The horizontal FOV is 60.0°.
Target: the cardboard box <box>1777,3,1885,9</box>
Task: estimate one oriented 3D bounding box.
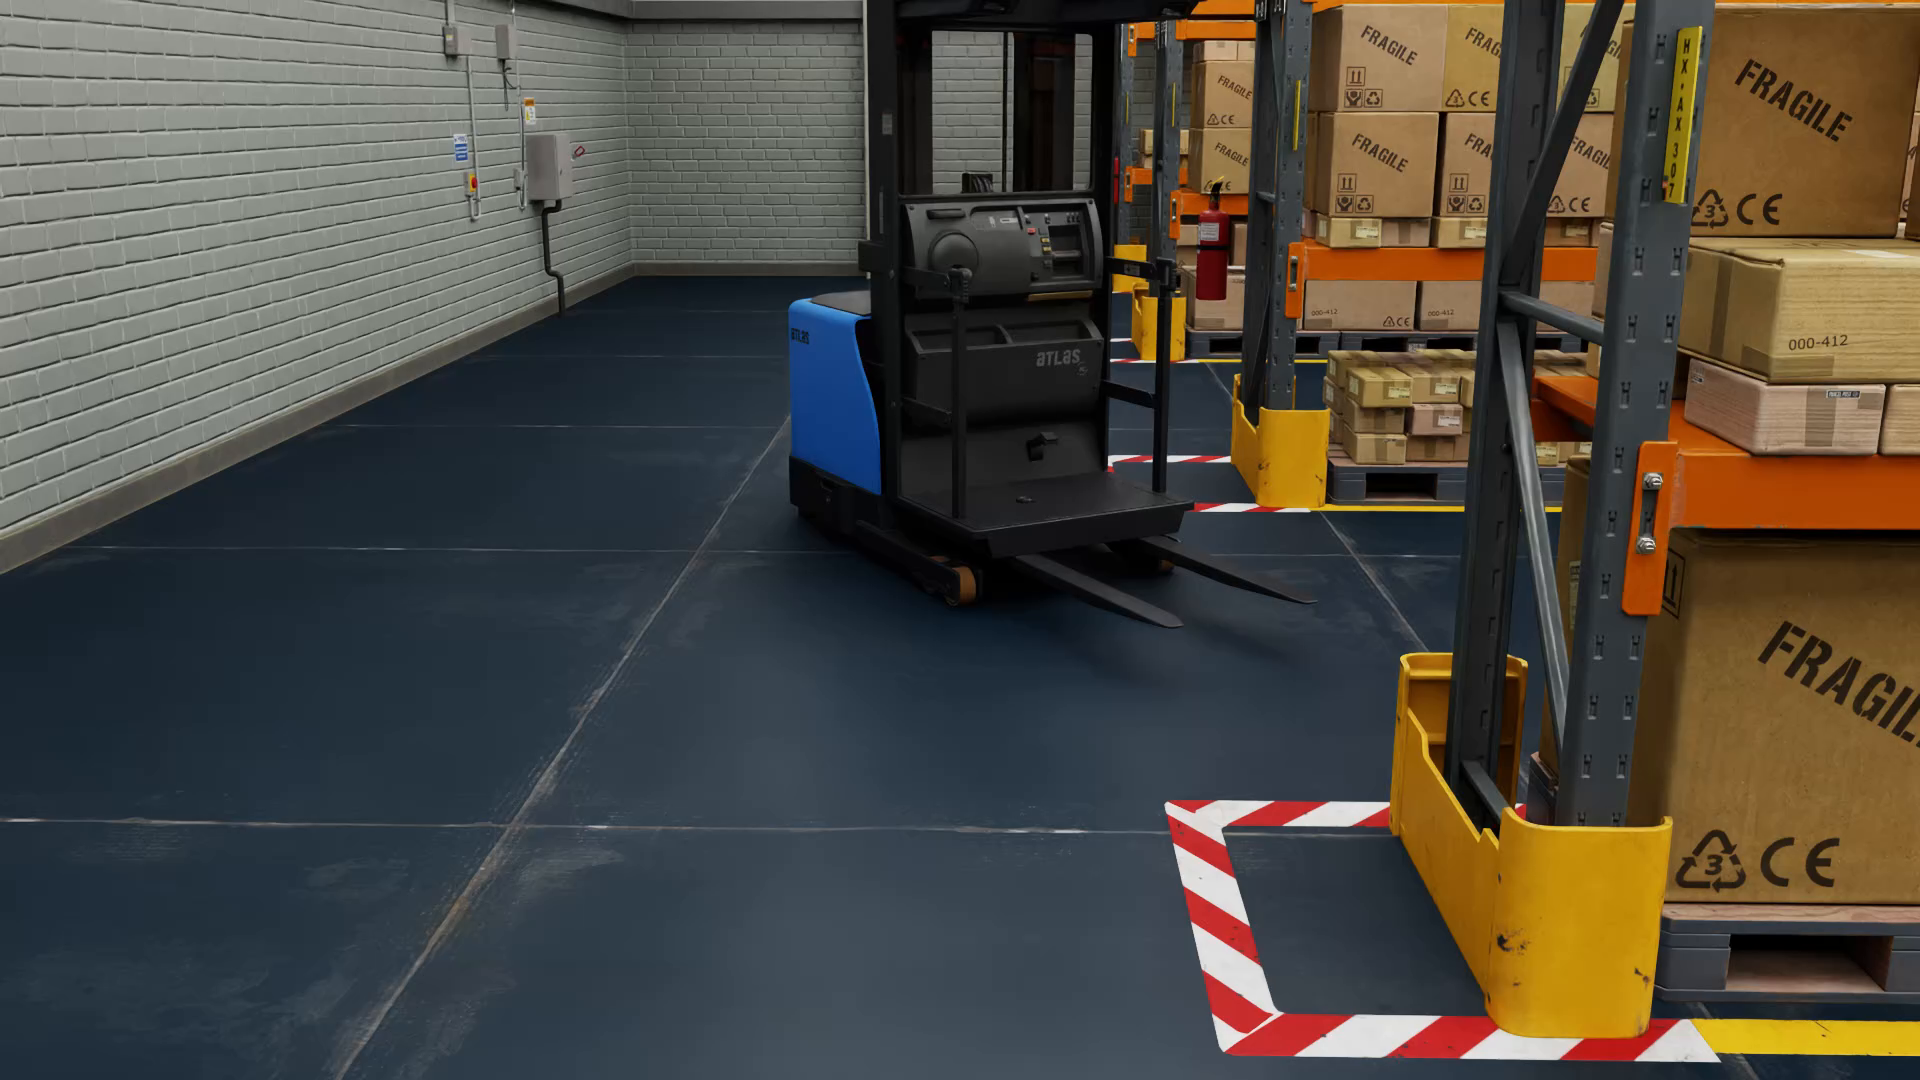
[{"bbox_3d":[4.127,-2.356,8.152,0.500,0.500,0.500,1,15,3],"label":"cardboard box"}]

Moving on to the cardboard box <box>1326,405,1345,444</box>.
[{"bbox_3d":[2.165,-0.638,9.143,0.250,0.149,0.380,1,15,2],"label":"cardboard box"}]

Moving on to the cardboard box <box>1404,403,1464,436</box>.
[{"bbox_3d":[2.423,-0.647,8.594,0.250,0.149,0.380,0,15,1],"label":"cardboard box"}]

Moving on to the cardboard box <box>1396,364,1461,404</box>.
[{"bbox_3d":[2.427,-0.815,8.647,0.250,0.149,0.380,1,15,2],"label":"cardboard box"}]

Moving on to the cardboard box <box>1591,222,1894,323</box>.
[{"bbox_3d":[1.897,-0.635,4.078,0.500,0.250,0.500,0,15,1],"label":"cardboard box"}]

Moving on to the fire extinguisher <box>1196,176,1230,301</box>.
[{"bbox_3d":[1.394,-1.665,9.154,0.183,0.674,0.296,0,15,1],"label":"fire extinguisher"}]

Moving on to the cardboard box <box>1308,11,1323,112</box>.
[{"bbox_3d":[2.097,-2.500,8.695,0.500,0.500,0.500,0,15,0],"label":"cardboard box"}]

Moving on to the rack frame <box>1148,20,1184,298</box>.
[{"bbox_3d":[1.659,-3.027,13.432,0.127,3.000,1.000,0,15,1],"label":"rack frame"}]

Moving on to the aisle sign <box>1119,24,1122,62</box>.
[{"bbox_3d":[1.706,-5.475,17.616,0.004,0.787,0.394,0,15,1],"label":"aisle sign"}]

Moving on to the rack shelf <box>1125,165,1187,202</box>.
[{"bbox_3d":[3.781,-3.932,18.272,4.000,0.370,1.077,0,15,1],"label":"rack shelf"}]

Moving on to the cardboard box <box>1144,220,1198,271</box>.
[{"bbox_3d":[2.391,-3.260,18.388,0.637,0.503,0.797,0,15,-1],"label":"cardboard box"}]

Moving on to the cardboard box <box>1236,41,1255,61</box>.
[{"bbox_3d":[2.271,-3.816,12.995,0.250,0.149,0.380,1,15,3],"label":"cardboard box"}]

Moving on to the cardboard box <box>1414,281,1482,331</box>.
[{"bbox_3d":[4.138,-2.002,13.747,0.875,0.438,0.875,0,15,0],"label":"cardboard box"}]

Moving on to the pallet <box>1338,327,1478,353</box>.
[{"bbox_3d":[3.677,-1.684,13.810,1.213,0.211,1.003,0,15,1],"label":"pallet"}]

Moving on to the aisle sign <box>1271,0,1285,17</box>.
[{"bbox_3d":[1.553,-2.945,8.025,0.004,0.787,0.394,0,15,1],"label":"aisle sign"}]

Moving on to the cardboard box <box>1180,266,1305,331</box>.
[{"bbox_3d":[2.321,-2.012,13.785,0.875,0.438,0.875,0,15,0],"label":"cardboard box"}]

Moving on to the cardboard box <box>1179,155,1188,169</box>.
[{"bbox_3d":[2.359,-4.109,18.027,0.250,0.149,0.380,1,15,3],"label":"cardboard box"}]

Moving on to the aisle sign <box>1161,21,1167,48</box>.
[{"bbox_3d":[1.580,-4.210,12.821,0.004,0.787,0.394,0,15,1],"label":"aisle sign"}]

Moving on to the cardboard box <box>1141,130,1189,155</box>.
[{"bbox_3d":[2.229,-4.292,17.939,0.500,0.250,0.500,0,15,2],"label":"cardboard box"}]

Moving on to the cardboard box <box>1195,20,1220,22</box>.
[{"bbox_3d":[2.613,-5.559,17.642,0.250,0.149,0.380,0,15,2],"label":"cardboard box"}]

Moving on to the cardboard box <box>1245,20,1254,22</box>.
[{"bbox_3d":[3.122,-5.531,17.537,0.250,0.149,0.380,0,15,1],"label":"cardboard box"}]

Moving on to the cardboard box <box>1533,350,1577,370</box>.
[{"bbox_3d":[3.208,-0.946,9.145,0.250,0.149,0.380,1,15,4],"label":"cardboard box"}]

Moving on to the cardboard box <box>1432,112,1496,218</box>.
[{"bbox_3d":[2.611,-1.885,8.327,0.500,0.500,0.500,0,15,2],"label":"cardboard box"}]

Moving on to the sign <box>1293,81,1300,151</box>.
[{"bbox_3d":[1.620,-2.044,8.010,0.005,0.325,0.100,0,15,1],"label":"sign"}]

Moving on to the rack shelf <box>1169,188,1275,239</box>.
[{"bbox_3d":[3.658,-2.666,13.474,4.000,0.370,1.077,0,15,1],"label":"rack shelf"}]

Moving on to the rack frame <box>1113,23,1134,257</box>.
[{"bbox_3d":[1.782,-4.292,18.230,0.127,3.000,1.000,0,15,1],"label":"rack frame"}]

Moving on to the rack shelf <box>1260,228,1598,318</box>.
[{"bbox_3d":[3.633,-1.403,8.687,4.000,0.370,1.077,0,15,1],"label":"rack shelf"}]

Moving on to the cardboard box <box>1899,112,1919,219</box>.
[{"bbox_3d":[4.622,-1.864,8.248,0.500,0.500,0.500,0,15,0],"label":"cardboard box"}]

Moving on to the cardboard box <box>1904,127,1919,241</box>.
[{"bbox_3d":[2.379,-0.858,3.453,0.500,0.500,0.500,0,15,0],"label":"cardboard box"}]

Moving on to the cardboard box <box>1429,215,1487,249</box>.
[{"bbox_3d":[2.472,-1.550,8.327,0.250,0.149,0.380,0,15,0],"label":"cardboard box"}]

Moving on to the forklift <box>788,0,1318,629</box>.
[{"bbox_3d":[0.302,-1.276,6.931,1.130,2.935,3.031,-8,17,-28],"label":"forklift"}]

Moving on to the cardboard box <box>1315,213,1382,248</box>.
[{"bbox_3d":[1.949,-1.556,8.352,0.250,0.149,0.380,0,15,1],"label":"cardboard box"}]

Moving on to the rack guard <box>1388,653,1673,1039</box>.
[{"bbox_3d":[1.382,0.709,4.172,0.348,0.500,1.175,0,15,1],"label":"rack guard"}]

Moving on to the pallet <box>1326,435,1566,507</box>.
[{"bbox_3d":[2.521,-0.400,8.944,1.213,0.211,1.003,0,15,1],"label":"pallet"}]

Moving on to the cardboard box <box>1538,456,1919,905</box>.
[{"bbox_3d":[2.048,0.309,4.132,0.875,0.875,0.875,0,15,1],"label":"cardboard box"}]

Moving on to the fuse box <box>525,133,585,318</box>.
[{"bbox_3d":[-3.779,-2.969,15.740,0.414,1.711,0.539,0,15,1],"label":"fuse box"}]

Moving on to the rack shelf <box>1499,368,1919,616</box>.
[{"bbox_3d":[3.405,-0.138,3.895,4.000,0.370,1.077,0,15,1],"label":"rack shelf"}]

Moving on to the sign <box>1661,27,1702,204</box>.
[{"bbox_3d":[1.386,-0.815,3.196,0.005,0.325,0.100,0,15,1],"label":"sign"}]

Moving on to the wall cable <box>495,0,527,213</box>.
[{"bbox_3d":[-3.954,-3.910,14.790,0.122,1.984,0.588,0,15,1],"label":"wall cable"}]

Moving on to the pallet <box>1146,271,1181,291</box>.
[{"bbox_3d":[2.655,-2.939,18.565,1.213,0.211,1.003,0,15,1],"label":"pallet"}]

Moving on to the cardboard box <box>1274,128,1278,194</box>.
[{"bbox_3d":[2.638,-3.002,13.144,0.500,0.500,0.500,0,15,1],"label":"cardboard box"}]

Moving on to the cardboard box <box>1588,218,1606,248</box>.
[{"bbox_3d":[3.251,-1.566,8.389,0.250,0.149,0.380,0,15,0],"label":"cardboard box"}]

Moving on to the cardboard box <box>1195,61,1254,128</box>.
[{"bbox_3d":[2.132,-3.483,13.004,0.500,0.500,0.500,0,15,0],"label":"cardboard box"}]

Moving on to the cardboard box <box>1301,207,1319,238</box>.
[{"bbox_3d":[1.967,-1.712,8.942,0.250,0.149,0.380,0,15,1],"label":"cardboard box"}]

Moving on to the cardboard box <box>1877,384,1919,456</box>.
[{"bbox_3d":[2.009,-0.290,3.552,0.250,0.149,0.380,0,15,1],"label":"cardboard box"}]

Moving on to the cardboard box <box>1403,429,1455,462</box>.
[{"bbox_3d":[2.413,-0.522,8.705,0.250,0.149,0.380,0,15,1],"label":"cardboard box"}]

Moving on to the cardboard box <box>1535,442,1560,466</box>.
[{"bbox_3d":[2.914,-0.493,8.593,0.250,0.149,0.380,1,15,2],"label":"cardboard box"}]

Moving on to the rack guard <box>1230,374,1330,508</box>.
[{"bbox_3d":[1.710,-0.554,8.961,0.348,0.500,1.175,0,15,1],"label":"rack guard"}]

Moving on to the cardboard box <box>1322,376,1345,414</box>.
[{"bbox_3d":[2.168,-0.801,9.179,0.250,0.149,0.380,0,15,0],"label":"cardboard box"}]

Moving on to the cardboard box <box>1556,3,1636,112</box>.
[{"bbox_3d":[3.100,-2.358,8.158,0.500,0.500,0.500,0,15,0],"label":"cardboard box"}]

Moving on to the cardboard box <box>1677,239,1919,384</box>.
[{"bbox_3d":[1.879,-0.499,3.561,0.500,0.250,0.500,0,15,0],"label":"cardboard box"}]

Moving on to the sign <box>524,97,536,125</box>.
[{"bbox_3d":[-3.987,-3.979,15.421,0.001,0.242,0.339,0,15,1],"label":"sign"}]

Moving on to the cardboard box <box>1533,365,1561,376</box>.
[{"bbox_3d":[2.926,-0.800,8.591,0.250,0.149,0.380,0,15,-1],"label":"cardboard box"}]

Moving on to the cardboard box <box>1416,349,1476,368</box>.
[{"bbox_3d":[2.681,-0.951,9.165,0.250,0.149,0.380,0,15,0],"label":"cardboard box"}]

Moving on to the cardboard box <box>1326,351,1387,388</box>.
[{"bbox_3d":[2.169,-0.937,9.111,0.250,0.149,0.380,1,15,2],"label":"cardboard box"}]

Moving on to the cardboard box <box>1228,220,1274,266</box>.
[{"bbox_3d":[3.245,-3.243,18.330,0.500,0.500,0.700,1,15,4],"label":"cardboard box"}]

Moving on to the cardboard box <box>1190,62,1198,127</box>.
[{"bbox_3d":[2.147,-3.616,13.510,0.500,0.500,0.500,1,15,3],"label":"cardboard box"}]

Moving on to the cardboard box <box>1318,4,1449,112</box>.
[{"bbox_3d":[2.076,-2.369,8.199,0.500,0.500,0.500,0,15,1],"label":"cardboard box"}]
